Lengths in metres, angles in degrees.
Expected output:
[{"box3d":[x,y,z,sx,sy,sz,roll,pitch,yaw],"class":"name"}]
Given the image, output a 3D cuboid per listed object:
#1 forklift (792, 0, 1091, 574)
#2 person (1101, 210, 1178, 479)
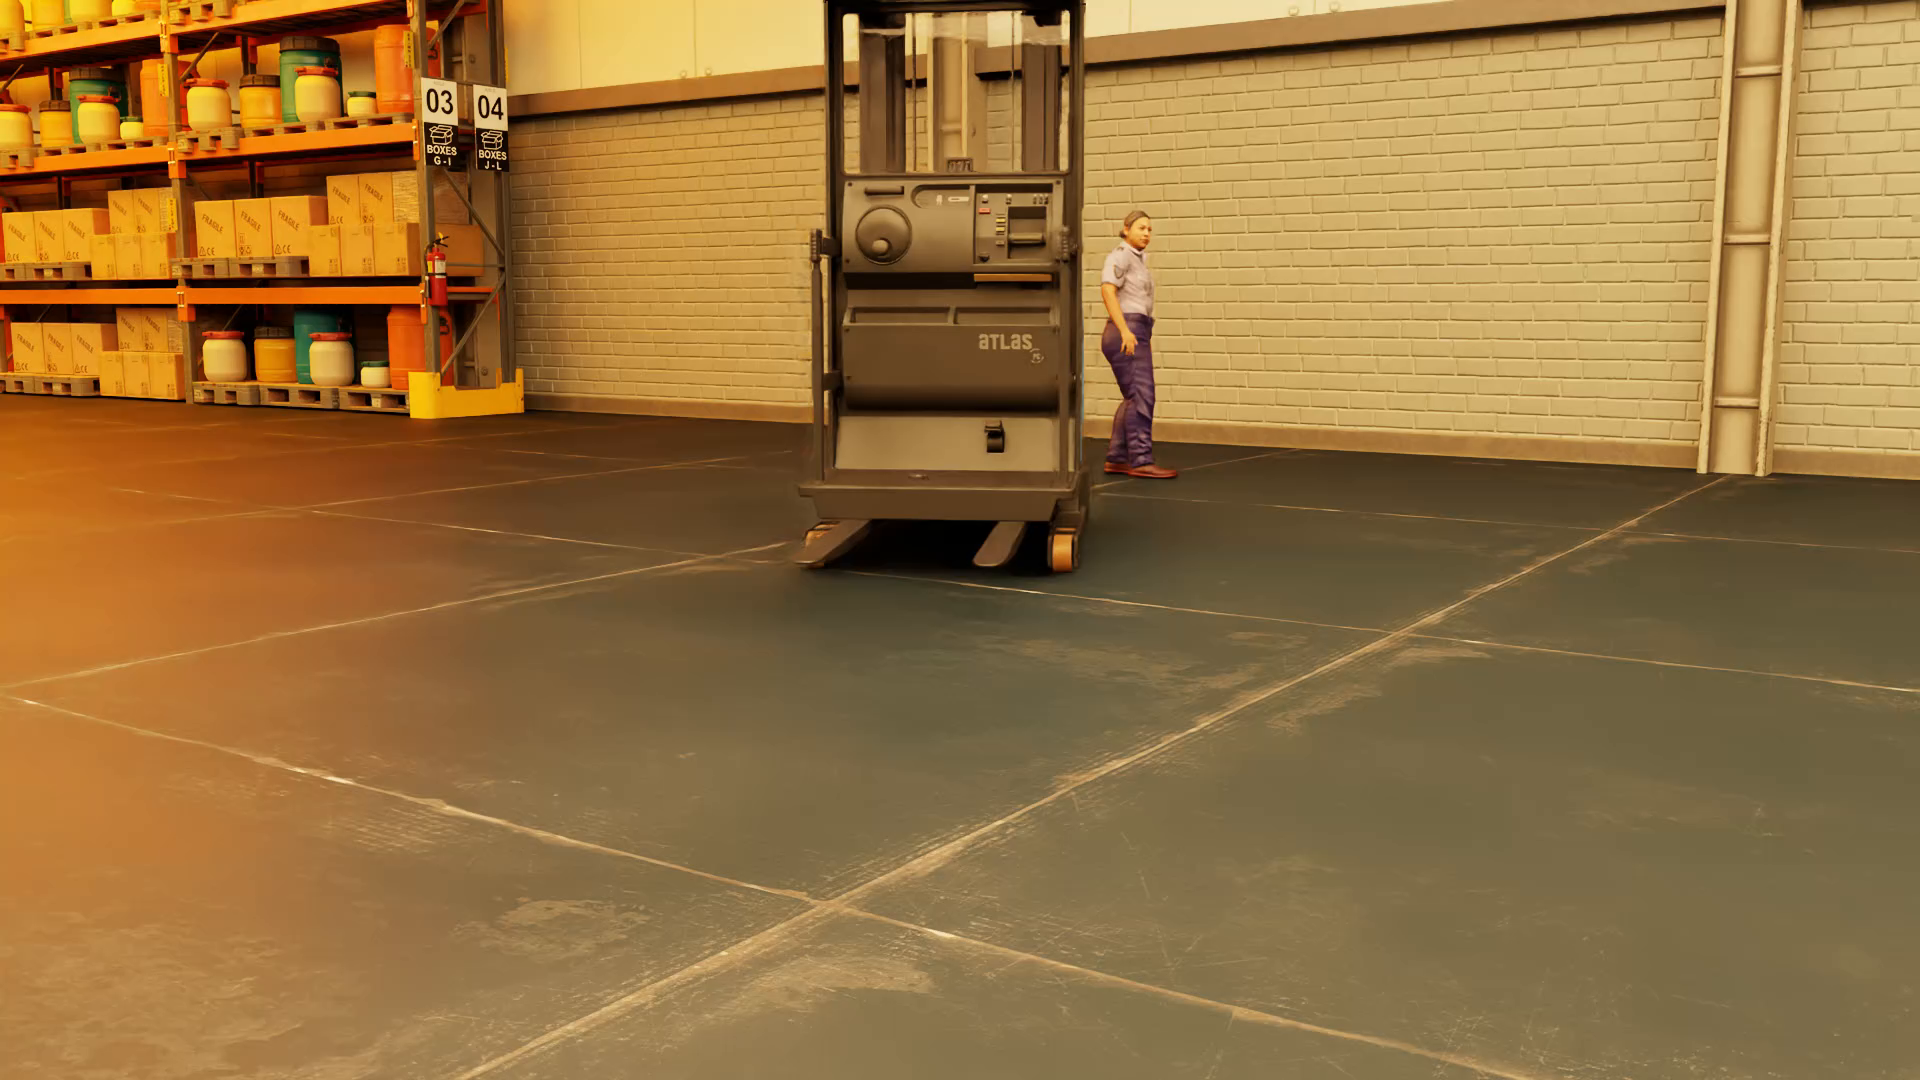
[{"box3d":[-0.051,-1.364,6.788,1.130,2.935,3.031,1,8,6],"class":"forklift"},{"box3d":[1.134,-1.221,10.367,0.491,1.645,0.664,2,8,11],"class":"person"}]
